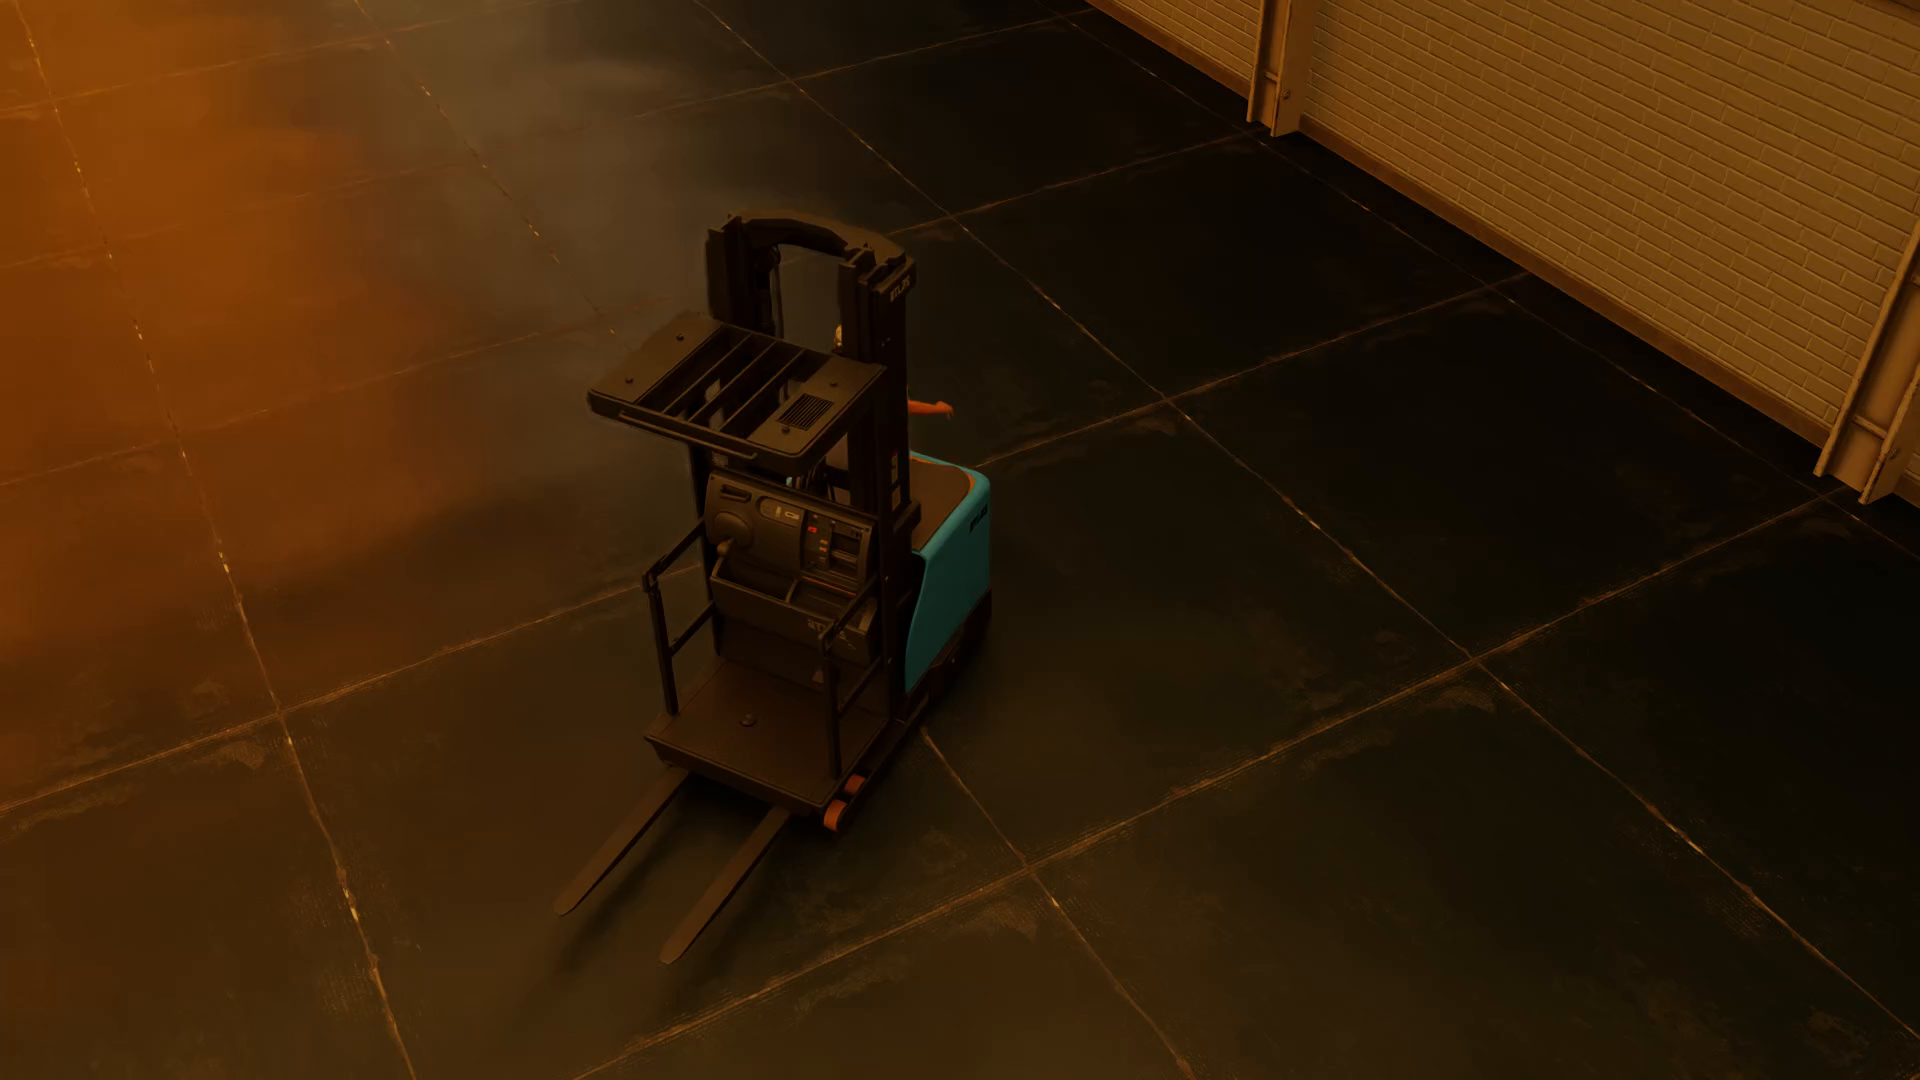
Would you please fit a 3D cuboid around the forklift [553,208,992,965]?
[{"bbox_3d":[-0.940,0.038,7.990,1.130,2.935,3.031,18,43,21],"label":"forklift"}]

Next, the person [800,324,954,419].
[{"bbox_3d":[-0.498,-0.656,10.010,0.921,1.434,0.881,-2,40,-3],"label":"person"}]
